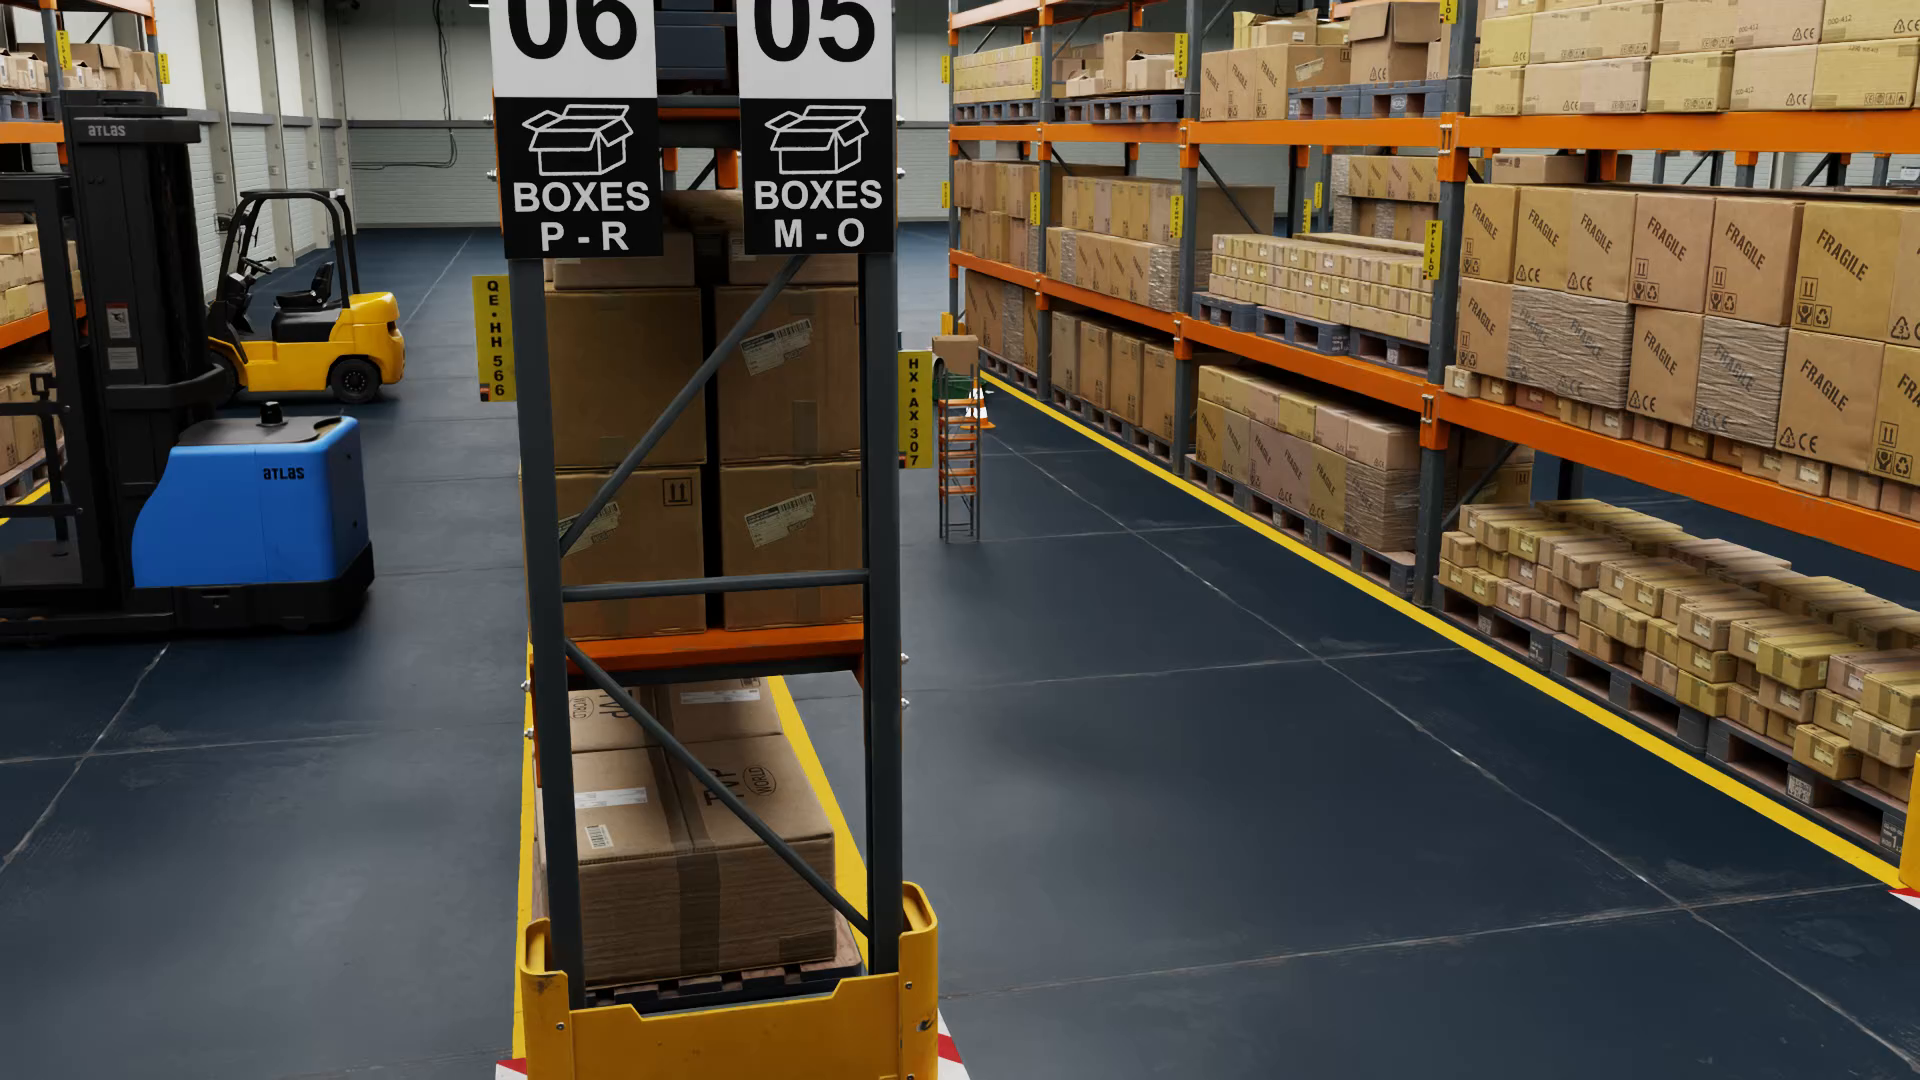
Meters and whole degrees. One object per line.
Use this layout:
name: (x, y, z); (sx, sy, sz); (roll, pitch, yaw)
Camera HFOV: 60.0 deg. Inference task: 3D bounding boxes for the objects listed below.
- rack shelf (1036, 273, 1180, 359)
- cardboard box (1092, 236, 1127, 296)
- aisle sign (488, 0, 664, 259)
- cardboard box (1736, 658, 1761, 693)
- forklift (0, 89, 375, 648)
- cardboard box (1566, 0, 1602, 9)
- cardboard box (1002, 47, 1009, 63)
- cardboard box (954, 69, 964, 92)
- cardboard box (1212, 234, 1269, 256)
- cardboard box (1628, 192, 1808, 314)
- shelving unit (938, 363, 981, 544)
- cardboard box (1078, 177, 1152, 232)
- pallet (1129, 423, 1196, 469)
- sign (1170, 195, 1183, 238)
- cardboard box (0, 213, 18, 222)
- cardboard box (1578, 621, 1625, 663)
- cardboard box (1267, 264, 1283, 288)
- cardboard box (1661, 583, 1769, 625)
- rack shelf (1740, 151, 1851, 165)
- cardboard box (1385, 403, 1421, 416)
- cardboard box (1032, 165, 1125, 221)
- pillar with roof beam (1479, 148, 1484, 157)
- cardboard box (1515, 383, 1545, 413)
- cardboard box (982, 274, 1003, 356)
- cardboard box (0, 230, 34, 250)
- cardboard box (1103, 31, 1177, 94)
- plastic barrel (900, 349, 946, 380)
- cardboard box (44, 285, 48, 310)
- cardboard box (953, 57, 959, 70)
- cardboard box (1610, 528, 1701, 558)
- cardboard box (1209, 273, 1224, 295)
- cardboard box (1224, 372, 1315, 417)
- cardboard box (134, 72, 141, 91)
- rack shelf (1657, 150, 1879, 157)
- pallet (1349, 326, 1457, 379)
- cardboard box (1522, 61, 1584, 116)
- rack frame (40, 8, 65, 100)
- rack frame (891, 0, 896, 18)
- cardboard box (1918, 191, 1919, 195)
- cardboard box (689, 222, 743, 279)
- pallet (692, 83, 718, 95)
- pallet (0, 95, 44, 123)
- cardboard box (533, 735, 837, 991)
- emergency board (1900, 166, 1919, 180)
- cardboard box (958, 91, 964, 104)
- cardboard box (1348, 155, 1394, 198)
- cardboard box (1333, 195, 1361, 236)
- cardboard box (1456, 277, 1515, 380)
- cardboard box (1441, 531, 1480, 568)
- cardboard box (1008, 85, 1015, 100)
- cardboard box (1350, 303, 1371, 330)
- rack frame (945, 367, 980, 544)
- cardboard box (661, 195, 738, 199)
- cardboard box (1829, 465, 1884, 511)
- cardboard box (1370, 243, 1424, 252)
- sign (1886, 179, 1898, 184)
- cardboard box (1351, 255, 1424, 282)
rack shelf: (1.773, -2.126, 15.323); (1.077, 0.370, 4.000); (-3, 14, -13)
cardboard box: (1.519, -2.500, 15.128); (0.500, 0.500, 0.500); (-3, 14, -12)
aisle sign: (-0.951, -1.098, 4.123); (0.394, 0.787, 0.004); (-3, 14, -13)
cardboard box: (3.634, 0.575, 7.249); (0.380, 0.149, 0.250); (-3, 14, -14)
forklift: (-5.014, -0.968, 9.212); (3.031, 2.935, 1.130); (-2, 14, -8)
cardboard box: (3.177, -2.649, 8.053); (0.380, 0.149, 0.250); (-4, 14, -15)
cardboard box: (0.669, -5.212, 17.873); (0.380, 0.149, 0.250); (-3, 14, -13)
cardboard box: (0.228, -5.515, 19.954); (0.500, 0.250, 0.500); (-3, 14, -13)
cardboard box: (2.164, -2.266, 12.774); (0.380, 0.149, 0.250); (-3, 14, -13)
cardboard box: (3.395, -1.297, 7.471); (0.500, 0.500, 0.500); (-4, 14, -15)
shelving unit: (-0.003, -0.586, 11.298); (0.258, 1.200, 0.189); (-3, 14, -13)
cardboard box: (1.549, -3.238, 16.043); (0.700, 0.500, 0.500); (-4, 14, -14)
pallet: (2.131, -0.845, 14.442); (1.003, 0.211, 1.213); (-3, 14, -13)
sign: (1.704, -2.544, 13.082); (0.100, 0.325, 0.005); (-3, 14, -13)
cardboard box: (-8.677, -2.925, 14.874); (0.380, 0.149, 0.250); (-3, 14, -13)
cardboard box: (3.300, 0.489, 8.227); (0.380, 0.149, 0.250); (-4, 14, -15)
cardboard box: (2.410, -1.878, 11.811); (0.380, 0.149, 0.250); (-3, 14, -13)
cardboard box: (3.493, 0.313, 7.695); (0.380, 0.149, 0.250); (-4, 14, -15)
rack shelf: (7.558, -2.913, 12.226); (1.077, 0.370, 4.000); (-3, 14, -13)
cardboard box: (3.138, -0.753, 10.990); (0.500, 0.250, 0.500); (-3, 14, -12)
cardboard box: (1.250, -3.621, 17.336); (0.875, 0.550, 0.550); (-3, 14, -13)
pillar with roof beam: (10.837, -13.038, 45.834); (9.100, 9.000, 0.548); (-3, 14, -13)
cardboard box: (3.177, -0.771, 8.793); (0.380, 0.149, 0.250); (-4, 14, -16)
cardboard box: (0.796, -2.675, 19.650); (0.875, 0.875, 0.875); (-4, 14, -14)
cardboard box: (-7.737, -2.422, 13.442); (0.380, 0.149, 0.250); (-4, 14, -15)
cardboard box: (1.562, -4.157, 14.497); (0.500, 0.500, 0.500); (-3, 14, -13)
plastic barrel: (-0.454, -1.861, 18.153); (0.512, 0.421, 0.421); (7, 15, 26)
cardboard box: (-7.812, -2.069, 13.894); (0.500, 0.250, 0.500); (-3, 14, -14)
cardboard box: (0.133, -5.740, 20.033); (0.380, 0.149, 0.250); (-3, 14, -13)
cardboard box: (3.668, 0.047, 8.785); (0.380, 0.149, 0.250); (-3, 14, -11)
cardboard box: (2.152, -1.981, 12.860); (0.380, 0.149, 0.250); (-3, 14, -14)
cardboard box: (2.289, -1.078, 12.322); (0.500, 0.250, 0.500); (-3, 14, -14)
cardboard box: (-8.698, -4.694, 17.188); (0.396, 0.266, 0.258); (-3, 14, -13)
rack shelf: (10.493, -5.035, 20.910); (1.077, 0.370, 4.000); (-3, 14, -13)
pallet: (3.144, -1.182, 10.350); (1.003, 0.211, 1.213); (-3, 14, -13)
cardboard box: (3.161, -2.239, 8.266); (0.500, 0.250, 0.500); (-4, 14, -14)
rack frame: (-8.308, -5.274, 14.053); (1.000, 3.000, 0.127); (-3, 14, -13)
rack frame: (-0.666, -2.783, 3.858); (1.000, 3.000, 0.127); (-3, 14, -13)
cardboard box: (7.558, -2.328, 12.312); (0.797, 0.503, 0.637); (-3, 14, -11)
cardboard box: (-0.611, -0.872, 4.992); (0.380, 0.149, 0.250); (-3, 14, -12)
pallet: (-1.424, -2.016, 7.227); (1.003, 0.211, 1.213); (-3, 14, -13)
pallet: (-8.089, -3.521, 13.602); (0.805, 0.209, 1.217); (-4, 14, -15)
cardboard box: (-0.918, 1.025, 5.425); (0.875, 0.438, 0.875); (-4, 14, -15)
emergency board: (18.706, -6.784, 32.874); (0.194, 1.169, 0.643); (-3, 14, -13)
cardboard box: (0.193, -5.291, 19.878); (0.380, 0.149, 0.250); (-3, 14, -13)
cardboard box: (5.184, -4.533, 20.718); (0.500, 0.500, 0.500); (-3, 14, -13)
cardboard box: (5.311, -4.177, 21.367); (0.875, 0.500, 0.500); (-3, 14, -13)
cardboard box: (3.054, -1.156, 9.000); (0.500, 0.500, 0.500); (-4, 14, -14)
cardboard box: (2.956, 0.047, 9.410); (0.380, 0.149, 0.250); (-3, 14, -11)
cardboard box: (0.726, -4.767, 17.732); (0.380, 0.149, 0.250); (-3, 14, -13)
cardboard box: (2.720, -1.429, 10.600); (0.380, 0.149, 0.250); (-4, 14, -16)
rack frame: (0.018, -0.565, 11.212); (0.240, 1.200, 0.006); (-3, 14, -13)
cardboard box: (-1.141, -1.405, 7.175); (0.380, 0.149, 0.250); (-3, 14, -14)
cardboard box: (3.675, -0.222, 6.545); (0.380, 0.149, 0.250); (-3, 14, -14)
cardboard box: (3.105, -1.999, 11.679); (0.380, 0.149, 0.250); (-3, 14, -10)
sign: (18.669, -7.190, 33.346); (0.001, 0.109, 0.331); (-3, 14, -13)
cardboard box: (2.714, -1.726, 10.562); (0.380, 0.149, 0.250); (-3, 14, -13)
